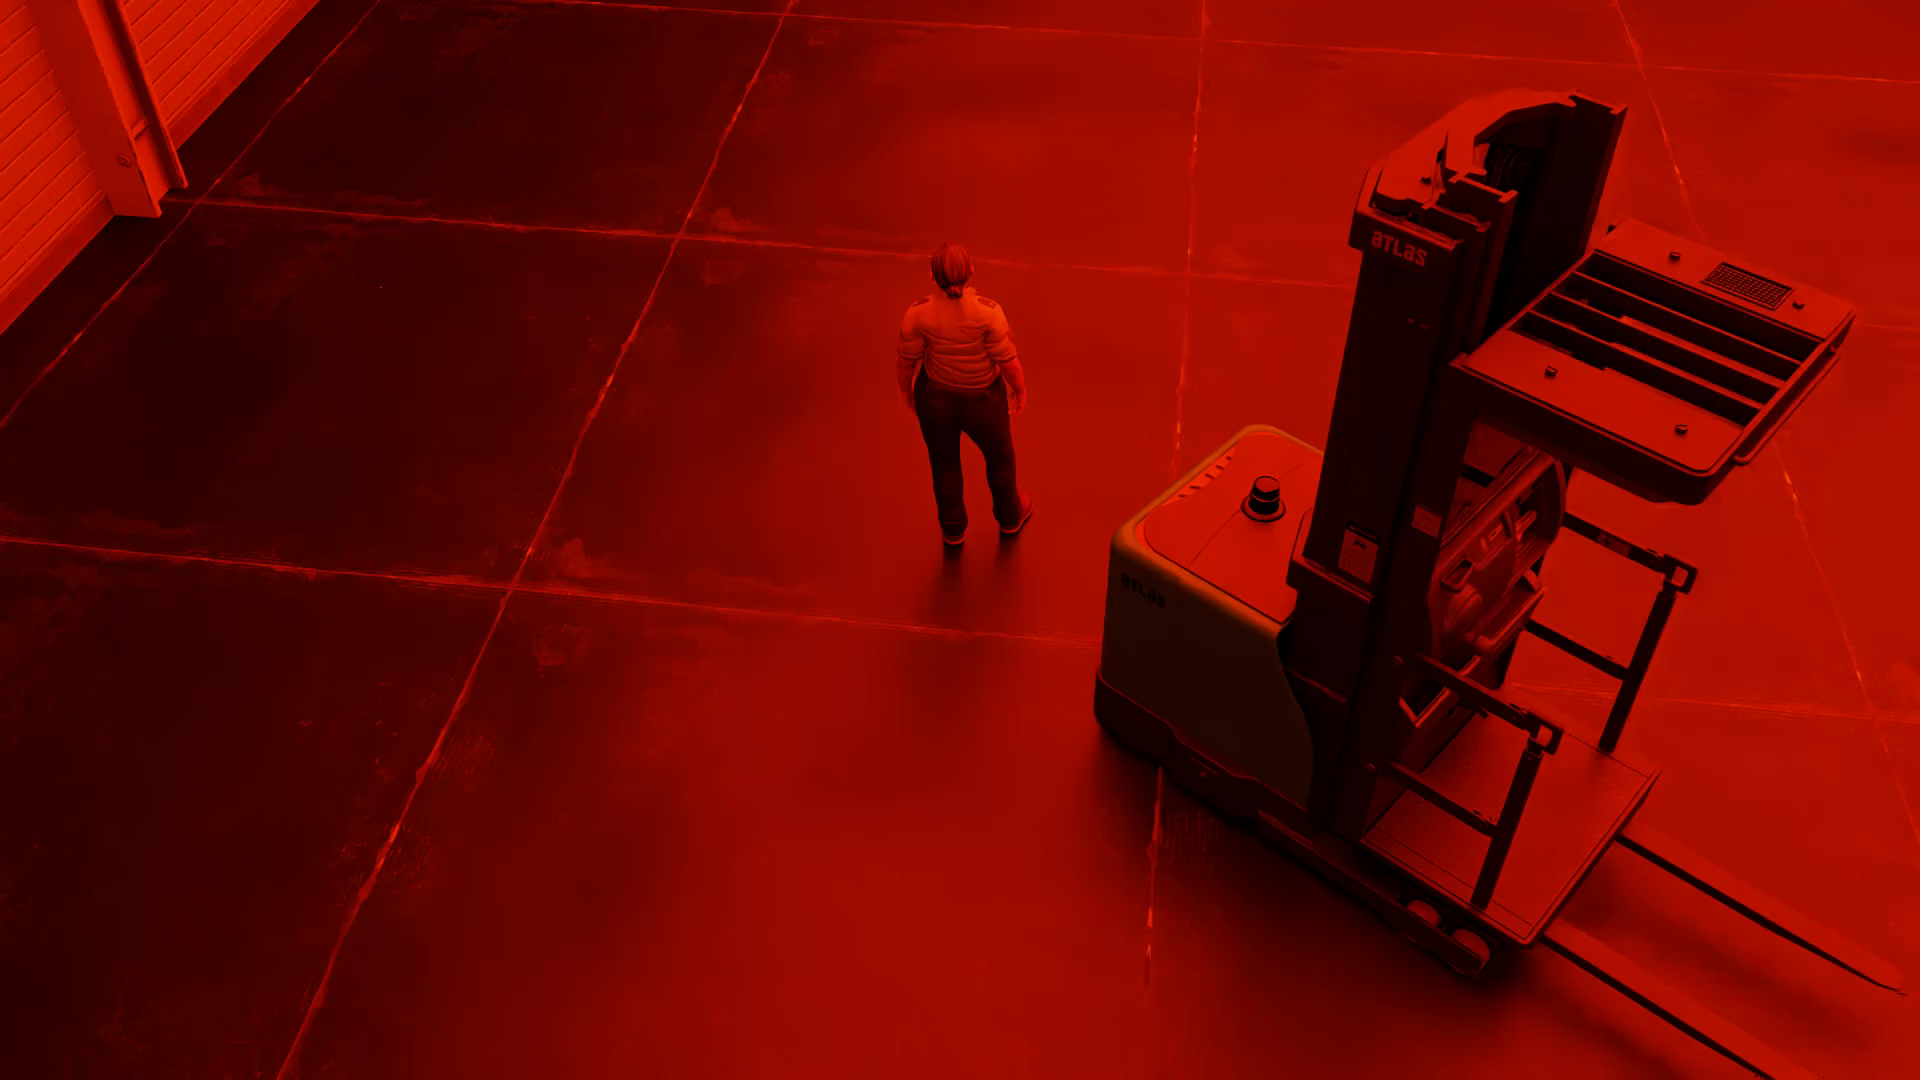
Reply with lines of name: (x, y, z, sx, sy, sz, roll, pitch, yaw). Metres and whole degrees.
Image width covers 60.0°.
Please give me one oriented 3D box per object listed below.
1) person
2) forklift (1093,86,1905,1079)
person: (0.035, -0.670, 7.392, 0.598, 1.651, 0.502, 5, 43, 6)
forklift: (1.992, 0.118, 5.596, 3.031, 2.935, 1.130, 32, 51, 30)
